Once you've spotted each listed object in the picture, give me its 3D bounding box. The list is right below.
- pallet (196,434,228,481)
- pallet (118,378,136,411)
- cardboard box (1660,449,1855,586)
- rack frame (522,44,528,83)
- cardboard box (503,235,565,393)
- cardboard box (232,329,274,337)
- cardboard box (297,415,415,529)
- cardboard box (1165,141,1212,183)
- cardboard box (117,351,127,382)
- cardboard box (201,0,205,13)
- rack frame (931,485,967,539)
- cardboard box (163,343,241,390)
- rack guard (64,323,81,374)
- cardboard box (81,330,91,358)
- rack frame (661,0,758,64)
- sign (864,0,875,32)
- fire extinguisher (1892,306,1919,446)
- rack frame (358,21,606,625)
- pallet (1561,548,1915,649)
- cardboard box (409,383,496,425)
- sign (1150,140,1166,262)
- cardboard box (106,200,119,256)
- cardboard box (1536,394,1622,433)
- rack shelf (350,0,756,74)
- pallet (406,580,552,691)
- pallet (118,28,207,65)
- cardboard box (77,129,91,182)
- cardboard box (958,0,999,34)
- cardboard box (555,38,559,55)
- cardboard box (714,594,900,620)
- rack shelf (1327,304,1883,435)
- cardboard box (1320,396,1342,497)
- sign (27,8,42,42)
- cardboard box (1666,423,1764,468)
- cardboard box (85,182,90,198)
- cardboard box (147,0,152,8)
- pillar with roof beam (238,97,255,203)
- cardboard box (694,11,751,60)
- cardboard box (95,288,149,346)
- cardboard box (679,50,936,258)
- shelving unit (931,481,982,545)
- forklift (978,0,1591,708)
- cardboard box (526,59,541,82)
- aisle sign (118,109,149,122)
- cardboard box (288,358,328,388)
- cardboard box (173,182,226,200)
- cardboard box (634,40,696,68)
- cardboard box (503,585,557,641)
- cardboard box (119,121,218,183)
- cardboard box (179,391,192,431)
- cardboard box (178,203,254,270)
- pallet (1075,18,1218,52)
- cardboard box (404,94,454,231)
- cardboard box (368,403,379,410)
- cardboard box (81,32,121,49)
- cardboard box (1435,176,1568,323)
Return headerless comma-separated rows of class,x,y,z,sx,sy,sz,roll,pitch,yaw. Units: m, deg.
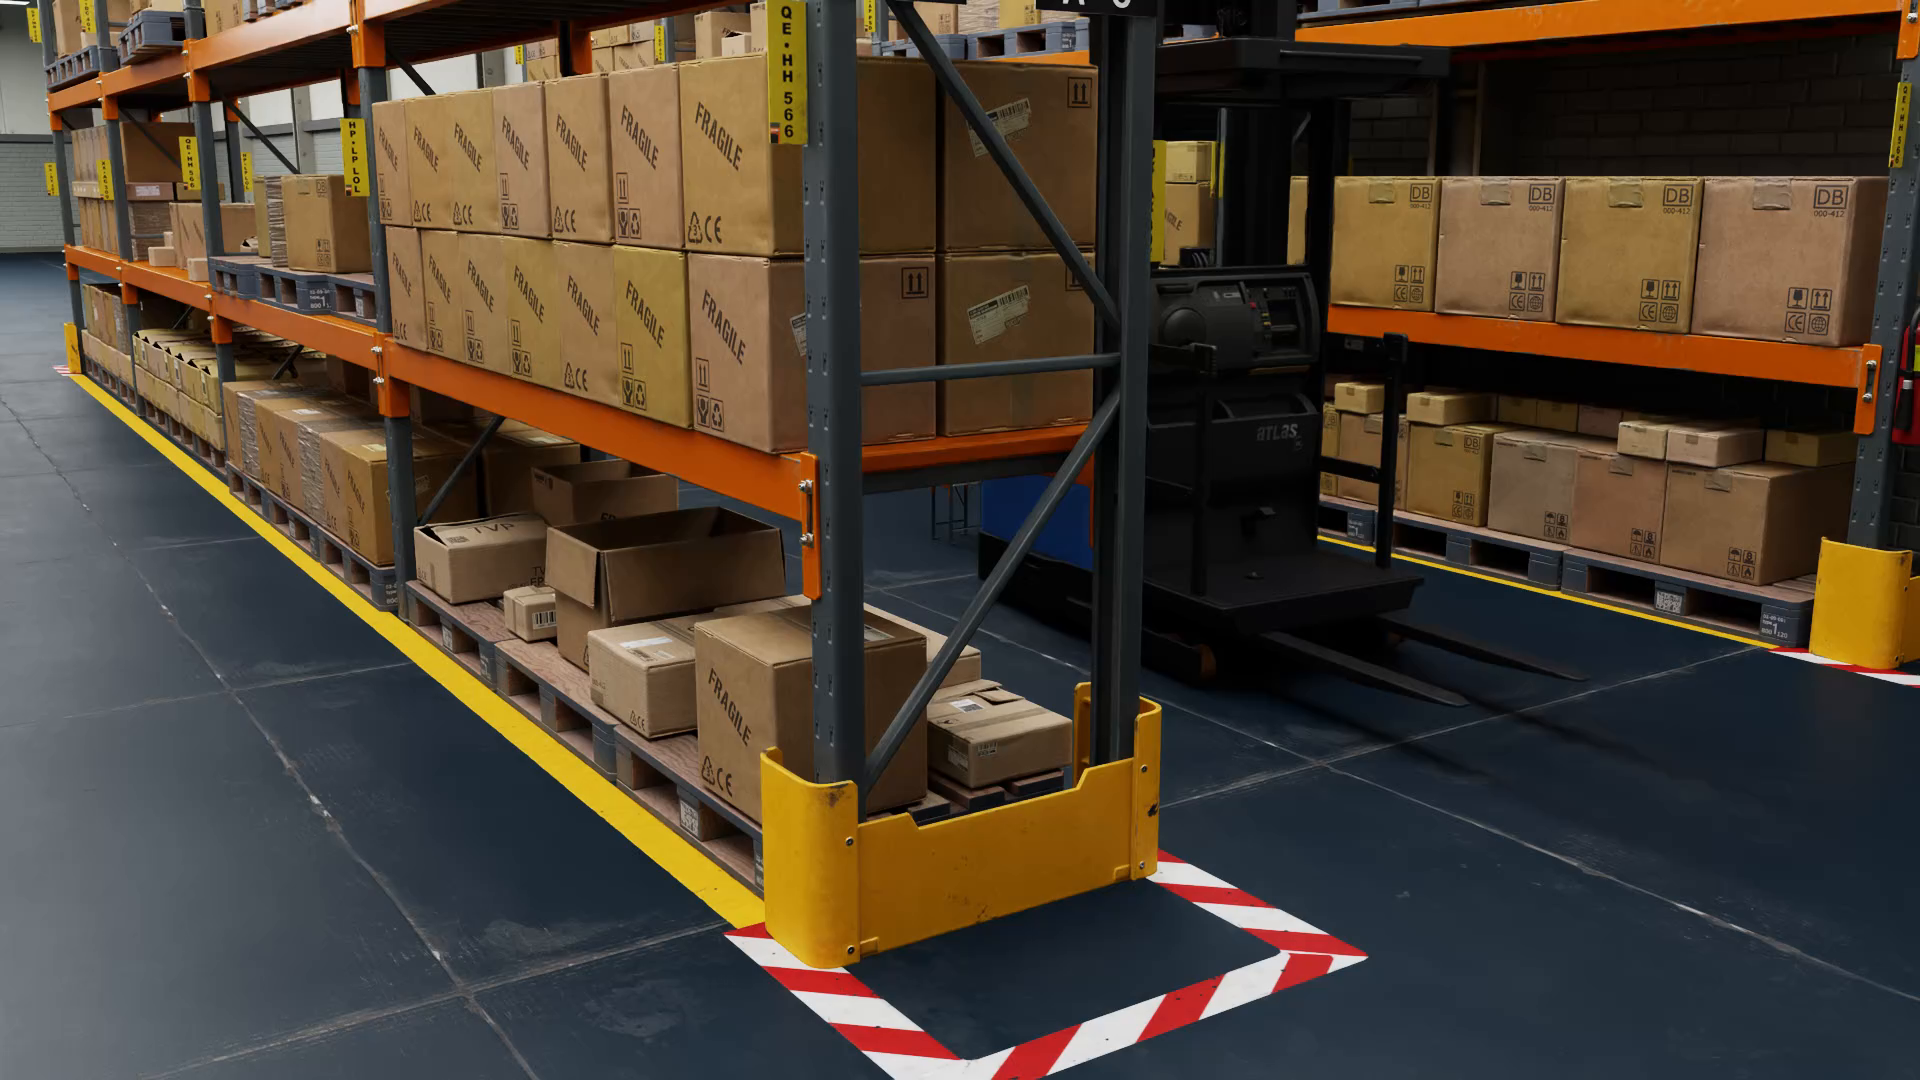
pallet,-4.788,-0.649,11.836,1.003,0.211,1.213,-8,15,-33
pallet,-6.986,-1.356,15.068,1.003,0.211,1.213,-8,15,-33
cardboard box,3.719,-0.121,7.763,0.700,0.500,0.500,-8,15,-33
rack frame,-4.675,-6.801,19.397,1.000,3.000,0.127,-8,15,-33
cardboard box,-1.248,-0.805,5.787,0.500,0.500,0.500,-8,15,-34
cardboard box,-5.824,-1.578,13.696,0.500,0.311,0.500,-8,14,-31
cardboard box,-3.204,-0.375,8.876,0.500,0.500,0.500,-8,15,-32
cardboard box,1.502,-2.359,10.396,0.500,0.250,0.500,-8,14,-31
cardboard box,-7.288,-1.580,15.021,0.500,0.250,0.500,-8,15,-33
cardboard box,-4.662,-3.532,10.837,0.500,0.250,0.500,-9,15,-37
rack frame,-0.059,-0.605,9.320,0.240,1.200,0.006,-8,15,-33
cardboard box,-5.706,-1.331,12.569,0.500,0.311,0.500,-8,14,-31
rack guard,-8.810,-2.066,17.640,1.175,0.500,0.348,-8,15,-33
cardboard box,-8.685,-2.023,17.046,0.500,0.250,0.500,-8,15,-33
rack frame,-2.458,-6.090,16.144,1.000,3.000,0.127,-8,15,-33
sign,-0.695,-4.101,12.864,0.100,0.325,0.005,-8,15,-33
fire extinguisher,3.890,-0.723,6.702,0.296,0.674,0.183,-8,15,-33
rack frame,-2.148,-1.149,7.595,1.000,3.000,0.127,-8,15,-33
pallet,3.682,0.205,7.932,1.003,0.211,1.213,-8,15,-33
cardboard box,-2.767,-0.802,9.073,0.500,0.250,0.500,-8,15,-33
sign,0.520,-0.925,4.543,0.100,0.325,0.005,-8,15,-33
cardboard box,-7.404,-2.882,15.283,0.700,0.500,0.500,-8,15,-32
cardboard box,3.251,-0.665,8.731,0.380,0.149,0.250,-8,15,-32
rack shelf,-1.040,-1.907,5.725,1.077,0.370,4.000,-8,15,-33
pallet,-1.768,0.336,7.334,1.003,0.211,1.213,-8,15,-33
pallet,-5.437,-3.542,11.959,1.003,0.211,1.213,-7,14,-30
cardboard box,-8.223,-3.779,16.350,0.700,0.500,0.500,-9,15,-34
cardboard box,0.412,-4.009,12.388,0.700,0.500,0.500,-9,15,-36
cardboard box,-4.134,-5.600,18.307,0.500,0.500,0.500,-8,14,-31
cardboard box,-0.551,0.383,5.997,0.500,0.250,0.500,-8,15,-33
rack shelf,3.082,-1.029,8.729,1.077,0.370,4.000,-8,15,-33
cardboard box,2.303,-0.575,9.837,0.700,0.500,0.500,-8,15,-32
sign,-9.262,-5.150,16.636,0.100,0.325,0.005,-8,15,-33
cardboard box,3.496,-0.439,7.700,0.380,0.149,0.250,-8,15,-33
cardboard box,-8.185,-3.370,16.000,0.380,0.149,0.250,-9,15,-35
cardboard box,-5.937,-4.322,12.698,0.500,0.500,0.500,-6,14,-27
pillar with roof beam,-20.448,-10.538,36.484,9.100,9.000,0.400,-8,15,-33
cardboard box,-2.222,-4.771,15.921,0.500,0.500,0.500,-6,14,-25
cardboard box,-7.856,-2.123,15.745,0.500,0.500,0.500,-8,15,-33
cardboard box,-0.407,-1.022,4.437,0.500,0.500,0.500,-8,15,-33
shelving unit,-0.008,-0.589,9.245,0.258,1.200,0.189,-8,15,-33
forklift,1.253,-0.960,6.889,1.130,2.935,3.031,-7,14,-29
cardboard box,-4.697,-5.305,19.298,0.500,0.500,0.500,-8,14,-31
aisle sign,-8.588,-4.600,17.289,0.394,0.787,0.004,-8,15,-33
cardboard box,-4.410,-1.124,11.622,0.500,0.311,0.500,-8,14,-31
cardboard box,-6.568,-3.008,14.344,0.380,0.149,0.250,-8,15,-33
cardboard box,-2.945,-4.744,16.731,0.500,0.500,0.500,-8,14,-31
cardboard box,-1.608,0.273,6.694,0.380,0.166,0.250,-8,15,-33
cardboard box,-6.831,-3.333,14.309,0.700,0.500,0.500,-8,15,-32
cardboard box,-5.423,-0.968,12.220,0.500,0.250,0.500,-8,15,-31
cardboard box,-5.599,-2.299,12.621,0.500,0.500,0.500,-8,15,-33
pallet,1.425,-3.265,10.698,0.805,0.209,1.217,-9,15,-35
cardboard box,-1.835,-1.478,6.522,0.500,0.500,0.500,-9,15,-35
cardboard box,-3.068,-0.531,9.590,0.500,0.500,0.500,-9,15,-35
cardboard box,-7.476,-4.370,14.580,0.380,0.149,0.250,-8,15,-33
cardboard box,3.072,-1.525,8.614,0.980,0.700,0.700,-9,15,-35
